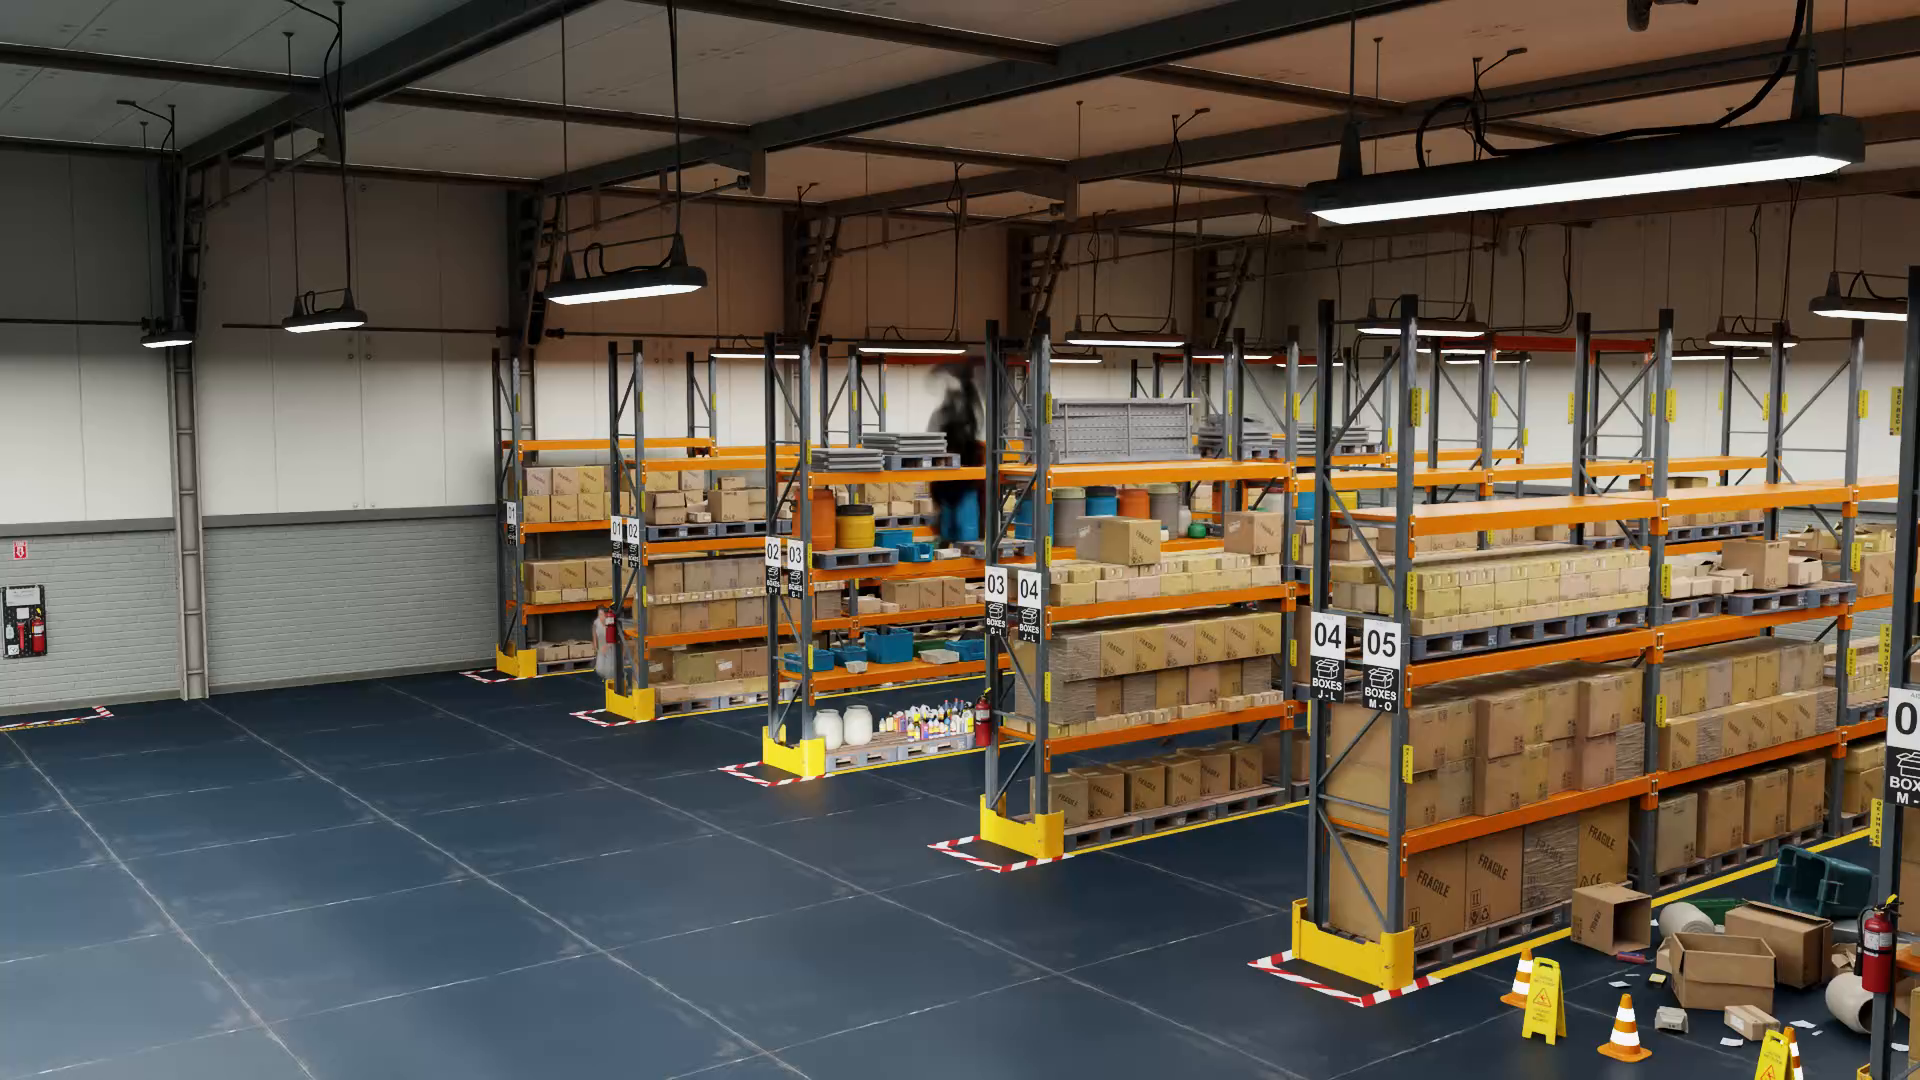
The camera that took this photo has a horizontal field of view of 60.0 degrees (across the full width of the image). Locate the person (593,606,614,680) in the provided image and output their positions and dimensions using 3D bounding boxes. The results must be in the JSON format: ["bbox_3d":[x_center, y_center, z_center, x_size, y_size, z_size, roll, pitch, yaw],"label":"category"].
[{"bbox_3d":[-6.053,1.885,28.399,0.581,1.556,0.622,2,5,18],"label":"person"}]

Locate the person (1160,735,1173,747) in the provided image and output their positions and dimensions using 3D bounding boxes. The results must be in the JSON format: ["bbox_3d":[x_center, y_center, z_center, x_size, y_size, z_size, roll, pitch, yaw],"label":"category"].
[{"bbox_3d":[2.959,2.013,23.633,0.575,1.776,0.747,5,7,44],"label":"person"}]
